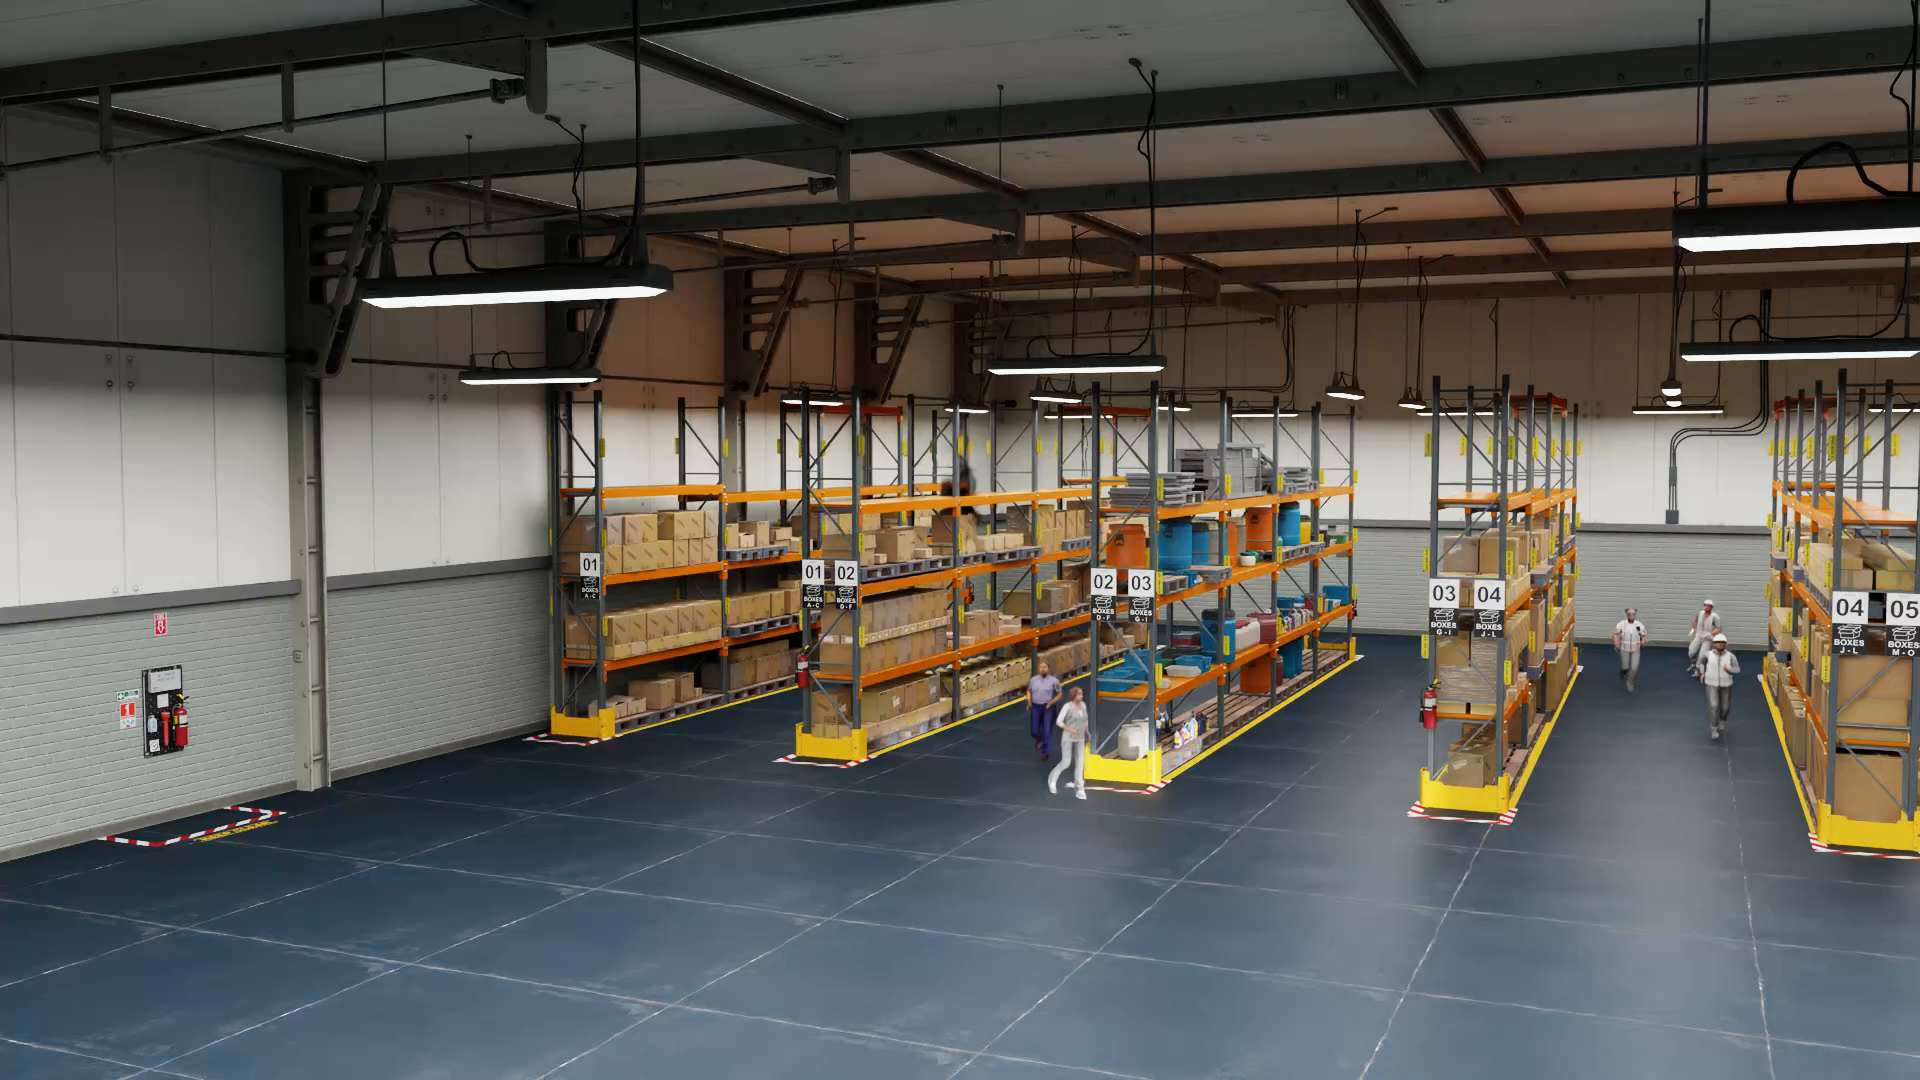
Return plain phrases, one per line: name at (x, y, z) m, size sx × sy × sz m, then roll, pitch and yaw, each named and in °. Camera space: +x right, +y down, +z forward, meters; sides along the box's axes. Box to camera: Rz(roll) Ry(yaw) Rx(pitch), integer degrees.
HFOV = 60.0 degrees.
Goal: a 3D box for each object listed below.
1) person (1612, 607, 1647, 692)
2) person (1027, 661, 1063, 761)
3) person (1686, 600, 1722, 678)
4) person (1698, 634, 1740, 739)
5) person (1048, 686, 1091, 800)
person at (13.812, 2.249, 34.276) m, size 0.667 × 1.738 × 0.586 m, roll 1°, pitch 3°, yaw 16°
person at (1.340, 2.734, 26.645) m, size 0.607 × 1.593 × 0.551 m, roll 1°, pitch 3°, yaw 14°
person at (16.149, 2.149, 36.146) m, size 0.561 × 1.720 × 0.762 m, roll -3°, pitch 4°, yaw -44°
person at (13.122, 2.504, 28.754) m, size 0.656 × 1.758 × 0.970 m, roll 1°, pitch 3°, yaw 20°
person at (1.644, 2.869, 23.779) m, size 0.592 × 1.568 × 0.876 m, roll -2°, pitch 4°, yaw -30°
